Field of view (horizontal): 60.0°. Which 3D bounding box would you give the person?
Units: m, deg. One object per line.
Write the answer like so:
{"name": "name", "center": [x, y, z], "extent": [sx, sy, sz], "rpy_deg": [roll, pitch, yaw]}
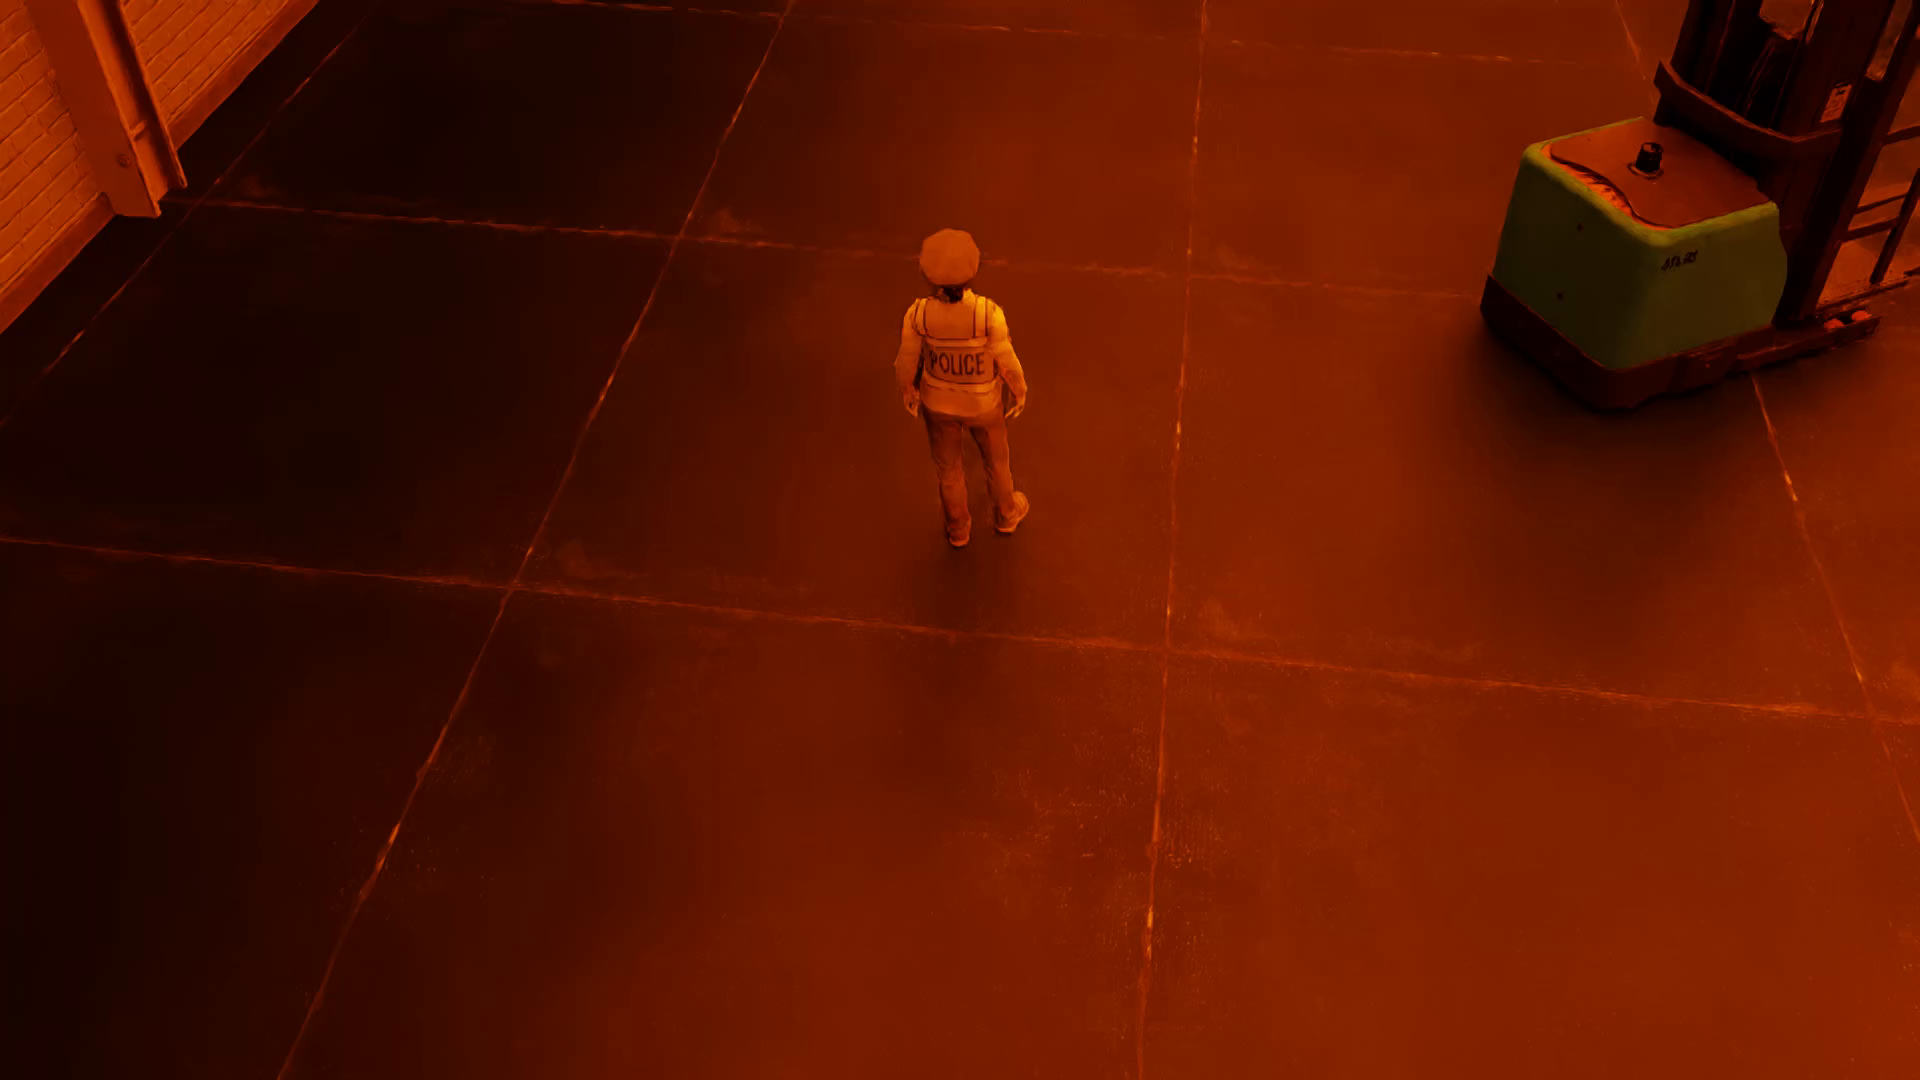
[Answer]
{"name": "person", "center": [0.016, -0.674, 7.361], "extent": [0.586, 1.695, 0.532], "rpy_deg": [5, 43, 6]}

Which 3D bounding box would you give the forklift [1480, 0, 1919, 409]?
{"name": "forklift", "center": [4.428, -2.419, 8.357], "extent": [3.031, 2.935, 1.130], "rpy_deg": [-17, 45, -17]}
